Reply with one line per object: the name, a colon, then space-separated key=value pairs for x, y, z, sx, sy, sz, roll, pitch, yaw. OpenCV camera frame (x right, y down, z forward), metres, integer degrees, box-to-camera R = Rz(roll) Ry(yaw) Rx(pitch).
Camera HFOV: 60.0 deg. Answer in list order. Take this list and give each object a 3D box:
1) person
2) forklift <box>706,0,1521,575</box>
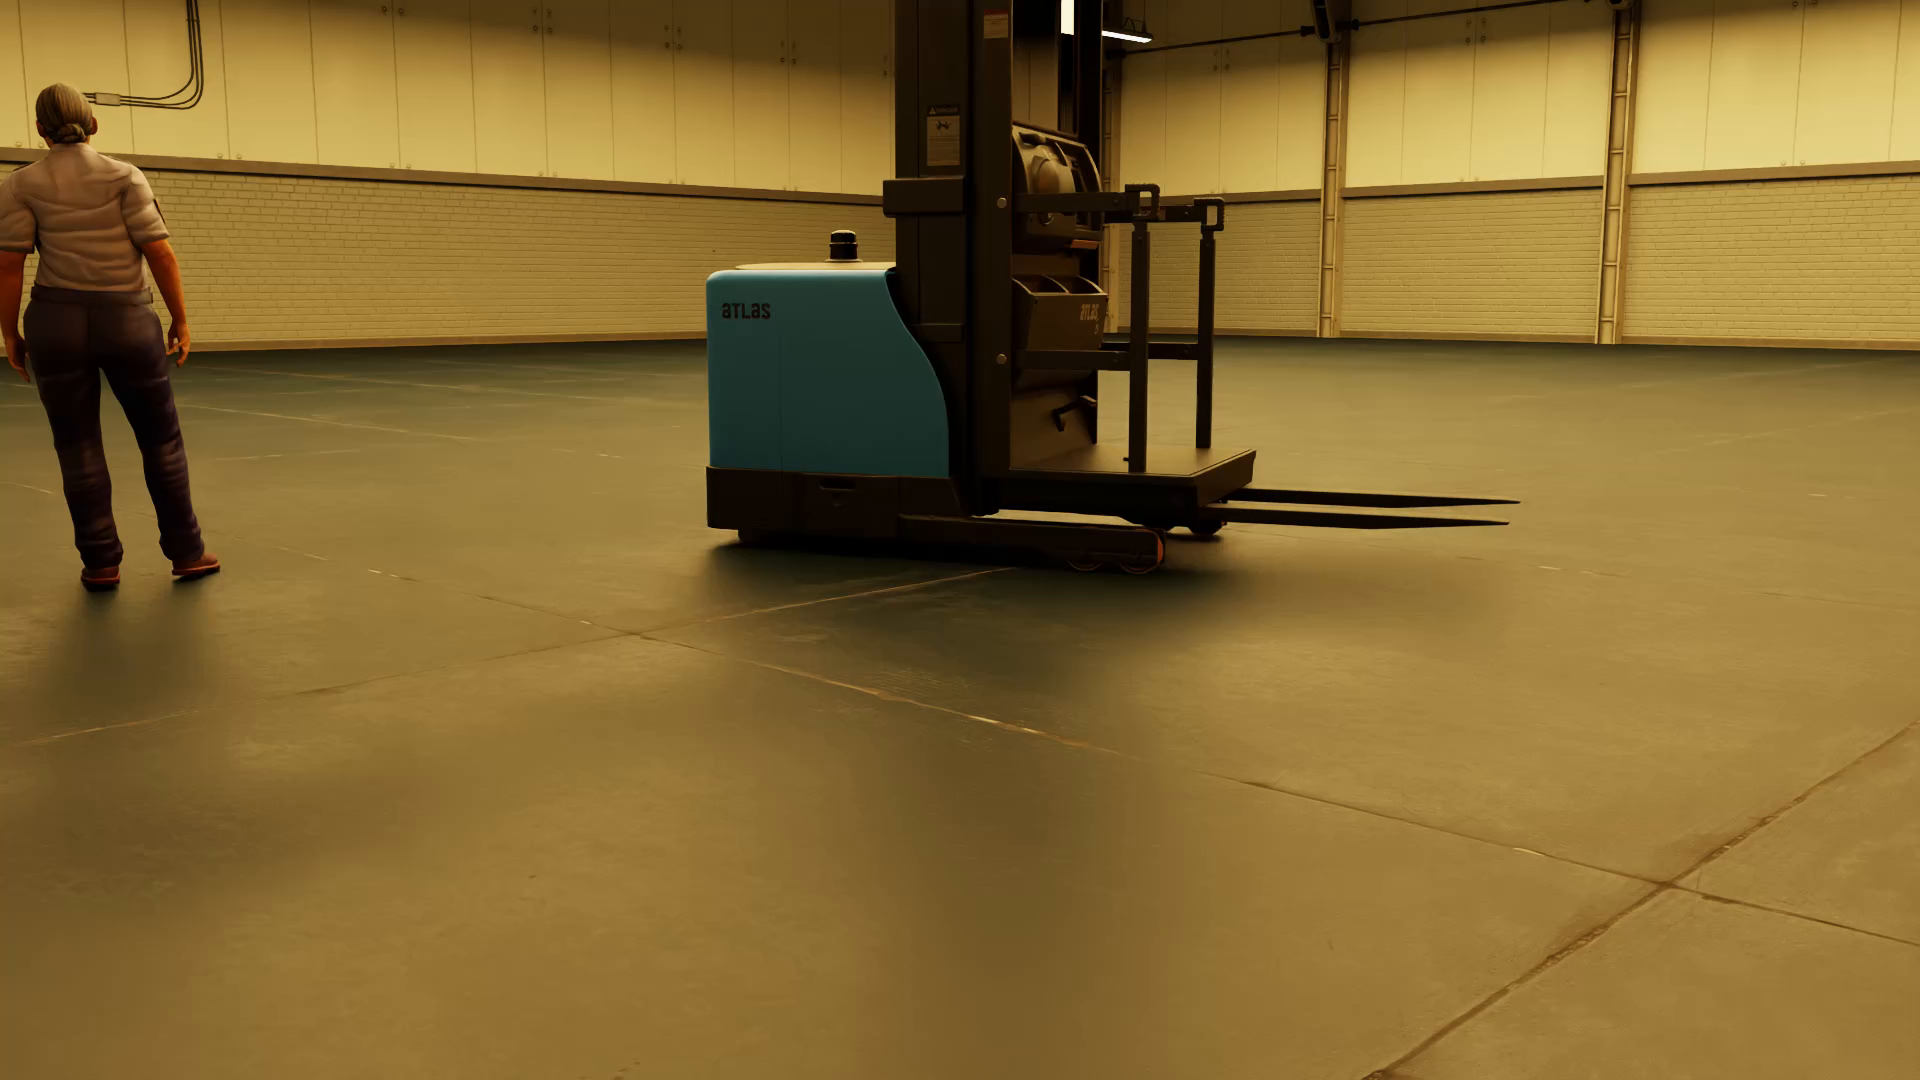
person: x=-2.886 y=-0.674 z=5.612 sx=0.599 sy=1.650 sz=0.502 roll=-3 pitch=9 yaw=-21
forklift: x=0.565 y=-1.416 z=6.275 sx=3.031 sy=2.935 sz=1.130 roll=3 pitch=9 yaw=22
